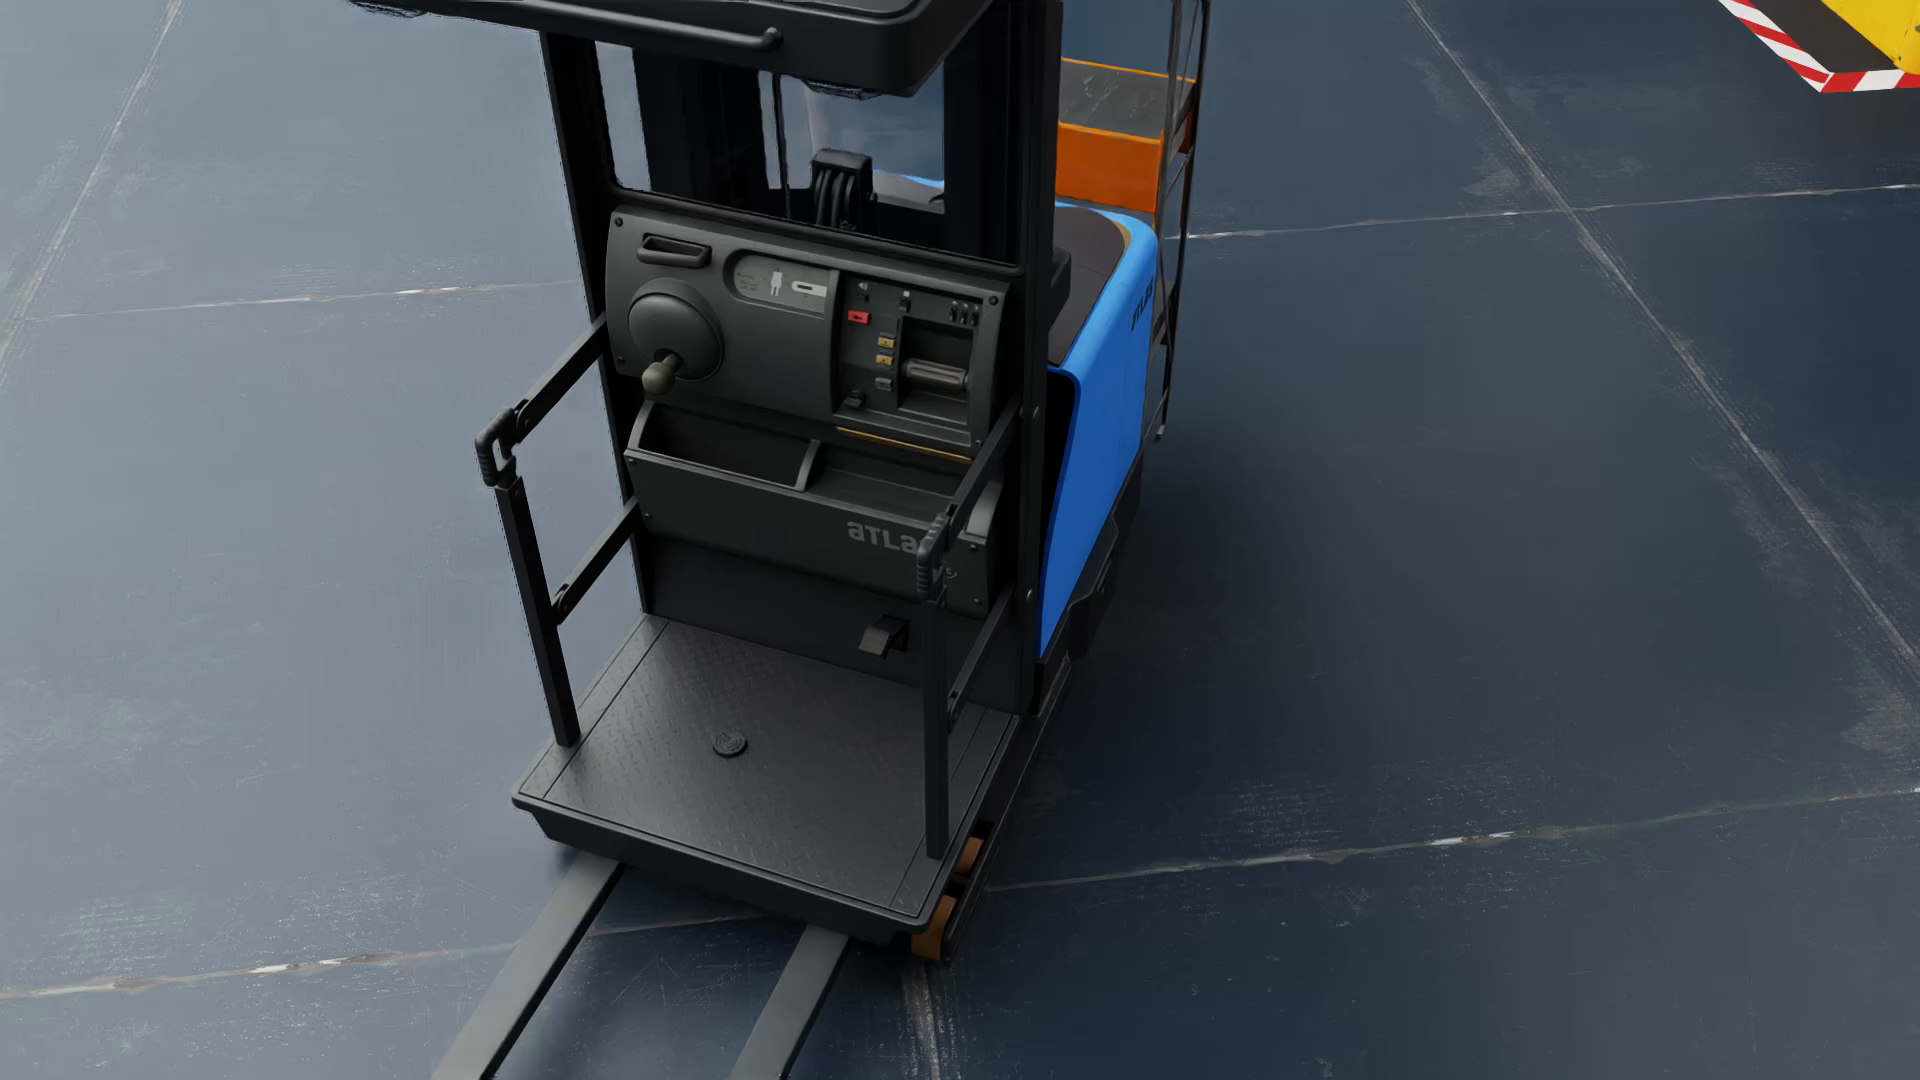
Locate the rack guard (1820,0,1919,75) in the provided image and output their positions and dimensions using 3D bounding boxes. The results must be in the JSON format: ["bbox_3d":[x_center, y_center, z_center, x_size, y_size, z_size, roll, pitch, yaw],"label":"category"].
[{"bbox_3d":[4.430,-2.710,7.881,0.348,0.500,1.175,-5,42,-6],"label":"rack guard"}]

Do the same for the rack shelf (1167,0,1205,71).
[{"bbox_3d":[0.406,-1.627,4.461,0.480,0.518,0.431,14,44,15],"label":"rack shelf"}]

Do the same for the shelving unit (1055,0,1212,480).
[{"bbox_3d":[0.406,-1.117,4.921,0.503,2.100,0.431,14,44,15],"label":"shelving unit"}]

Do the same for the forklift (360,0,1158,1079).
[{"bbox_3d":[-0.424,-0.374,3.477,1.130,2.935,3.031,14,44,15],"label":"forklift"}]

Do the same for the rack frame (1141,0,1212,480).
[{"bbox_3d":[0.635,-1.060,4.857,0.015,2.100,0.400,14,44,15],"label":"rack frame"}]

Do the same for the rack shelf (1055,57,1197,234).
[{"bbox_3d":[0.406,-1.107,4.930,0.480,0.518,0.431,14,44,15],"label":"rack shelf"}]

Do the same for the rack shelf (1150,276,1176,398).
[{"bbox_3d":[0.406,-0.587,5.399,0.480,0.518,0.431,14,44,15],"label":"rack shelf"}]
